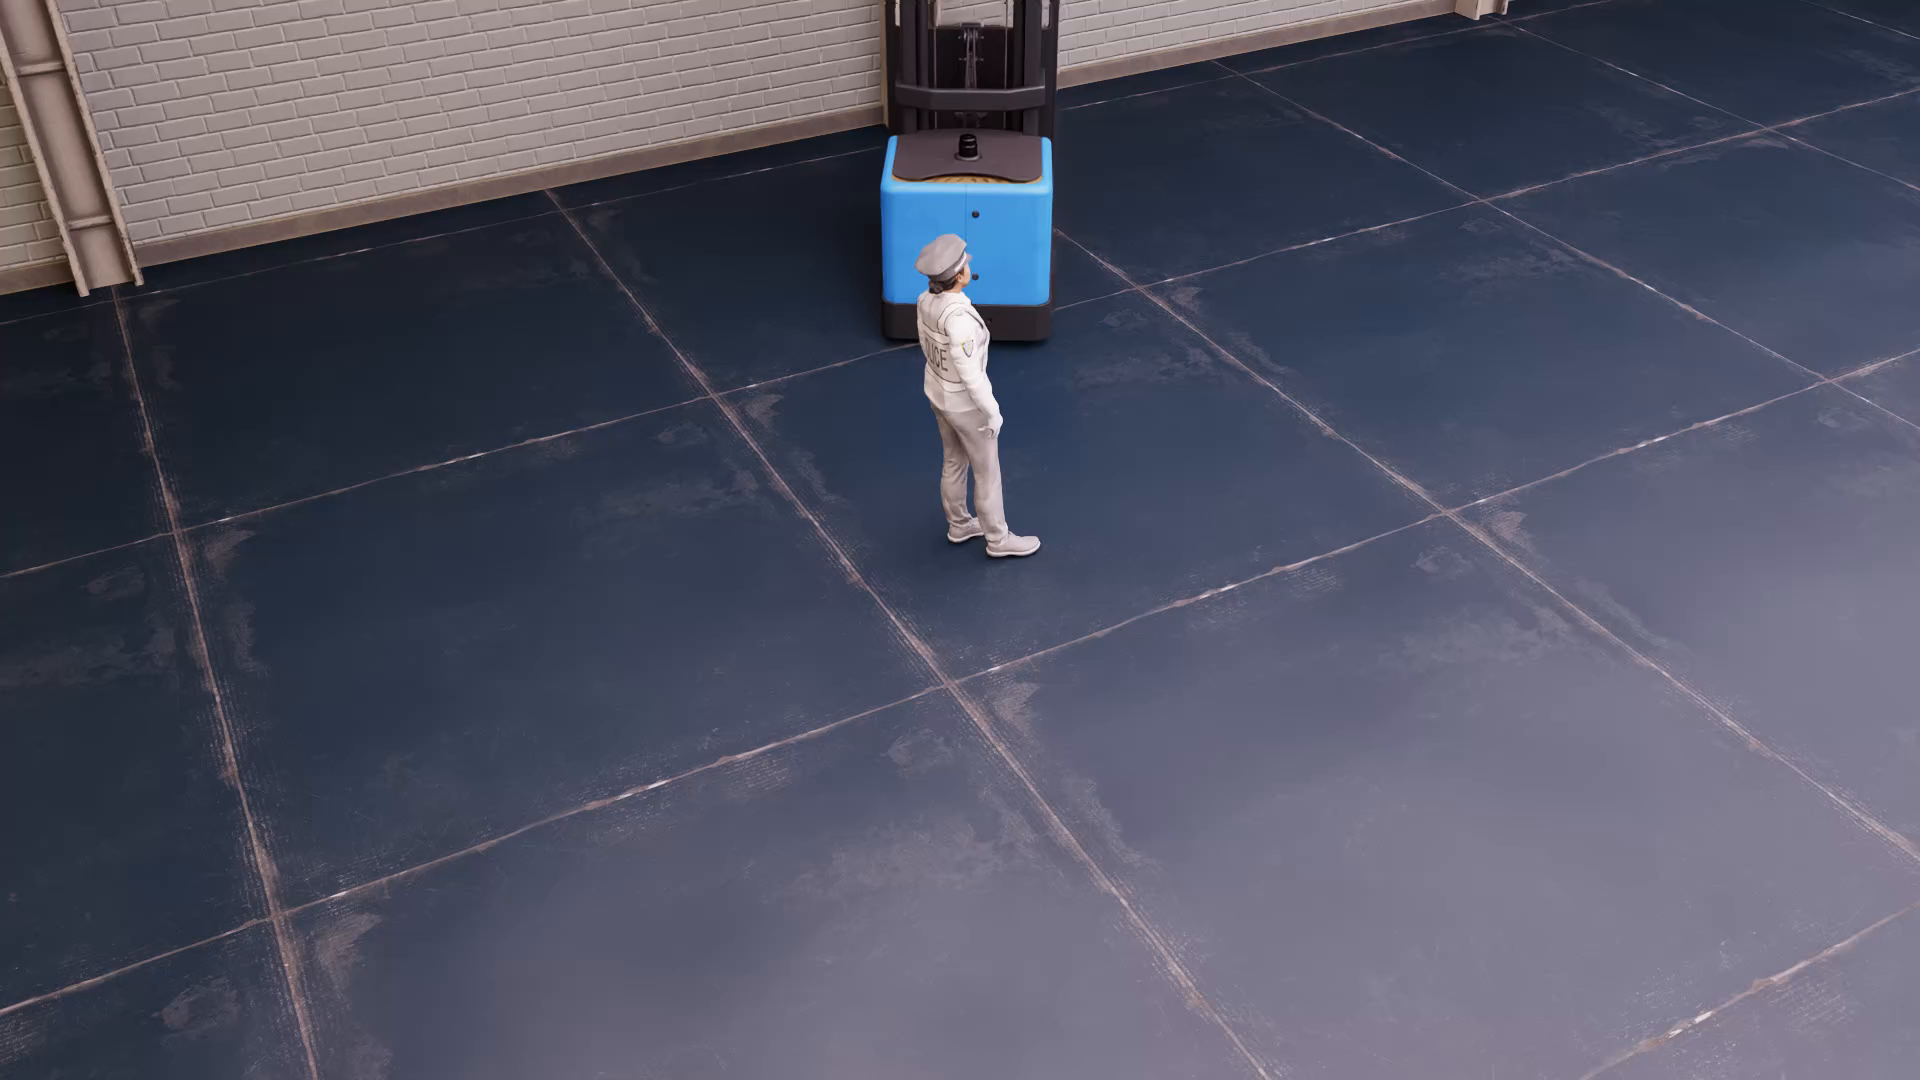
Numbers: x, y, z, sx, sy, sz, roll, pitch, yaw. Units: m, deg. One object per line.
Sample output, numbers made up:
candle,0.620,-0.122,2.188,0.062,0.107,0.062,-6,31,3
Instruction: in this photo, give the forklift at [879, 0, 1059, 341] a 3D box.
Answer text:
forklift,0.084,-3.250,10.721,1.130,2.935,3.031,1,35,2

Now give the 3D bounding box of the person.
person,0.062,-0.713,8.190,0.533,1.696,0.588,-17,39,-23
